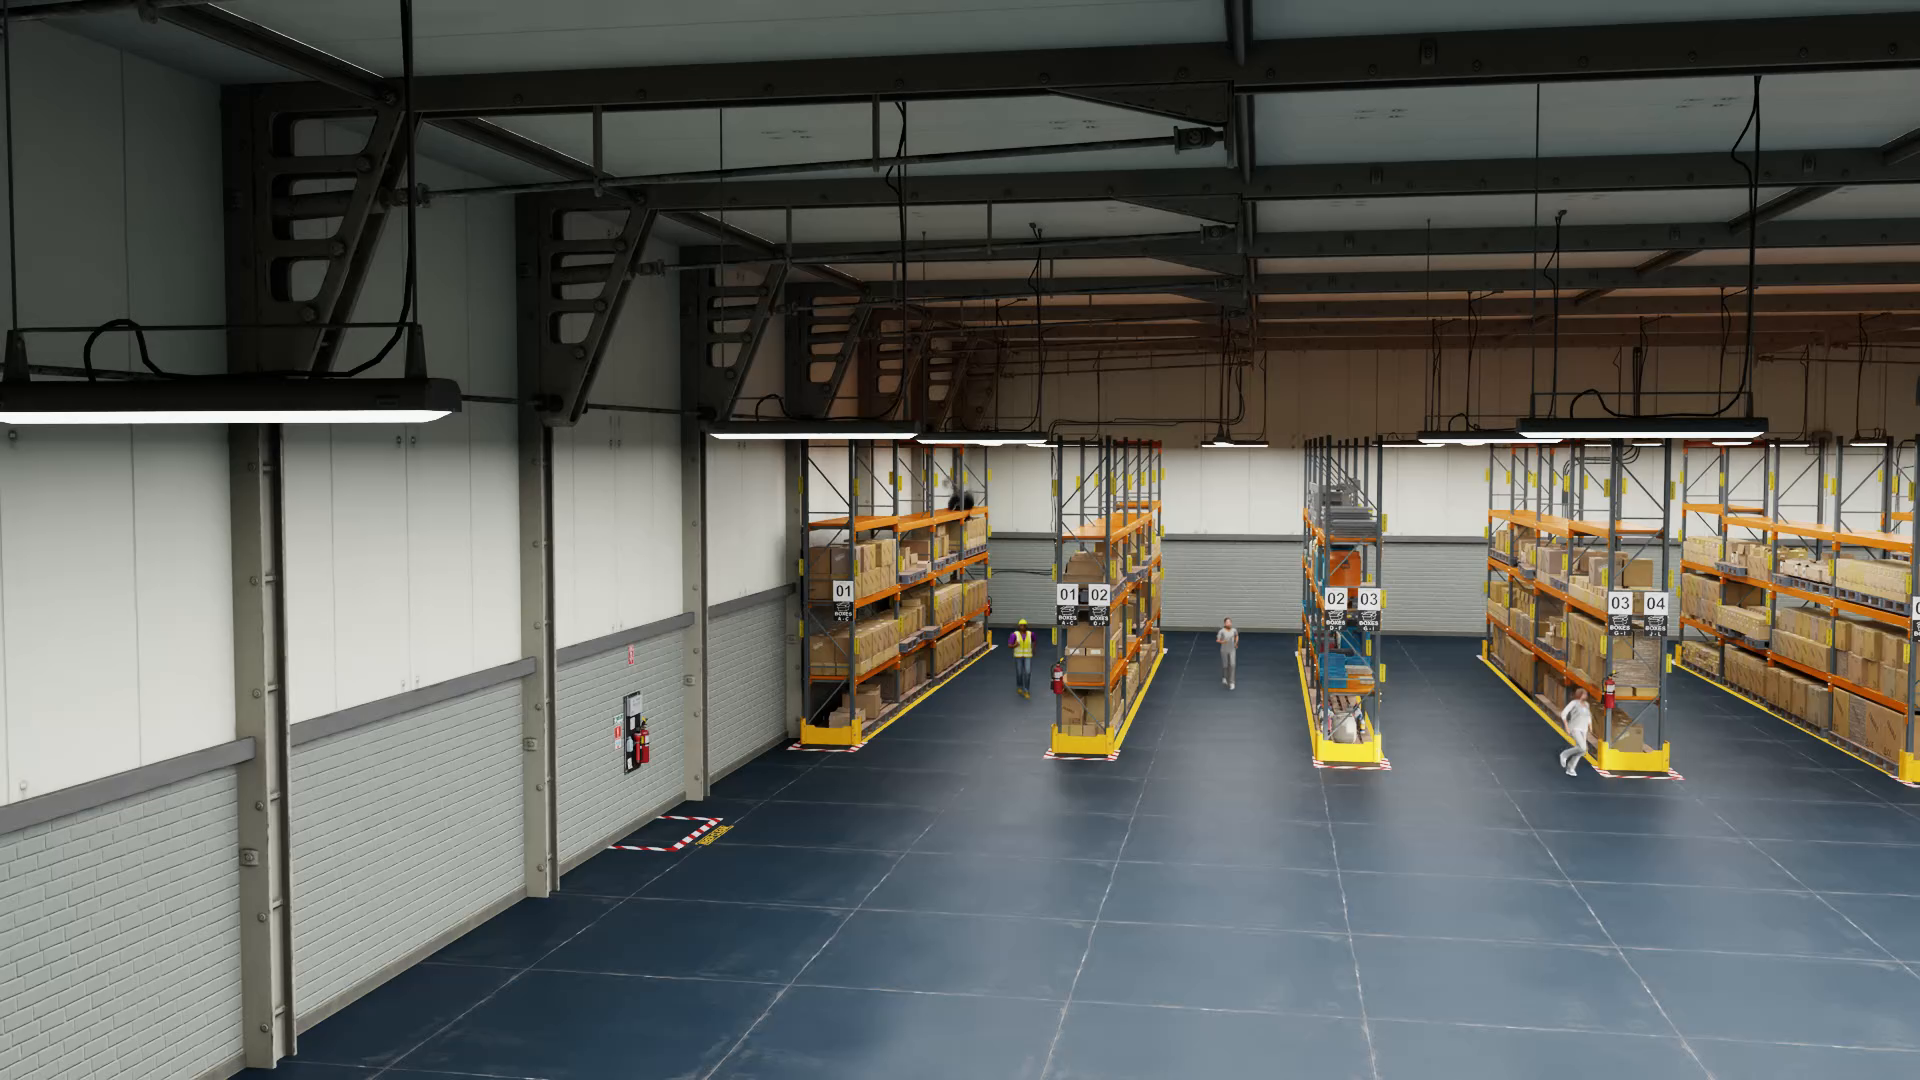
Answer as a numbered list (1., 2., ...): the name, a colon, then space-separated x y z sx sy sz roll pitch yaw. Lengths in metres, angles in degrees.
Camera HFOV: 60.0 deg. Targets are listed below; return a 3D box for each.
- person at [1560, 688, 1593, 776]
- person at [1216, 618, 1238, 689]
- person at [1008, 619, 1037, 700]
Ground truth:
1. person: 10.926 3.373 29.309 0.569 1.523 0.487 -1 3 -24
2. person: 6.443 2.701 39.990 0.565 1.674 0.950 0 3 -2
3. person: 1.455 2.740 38.514 0.684 1.809 0.802 0 3 -2
